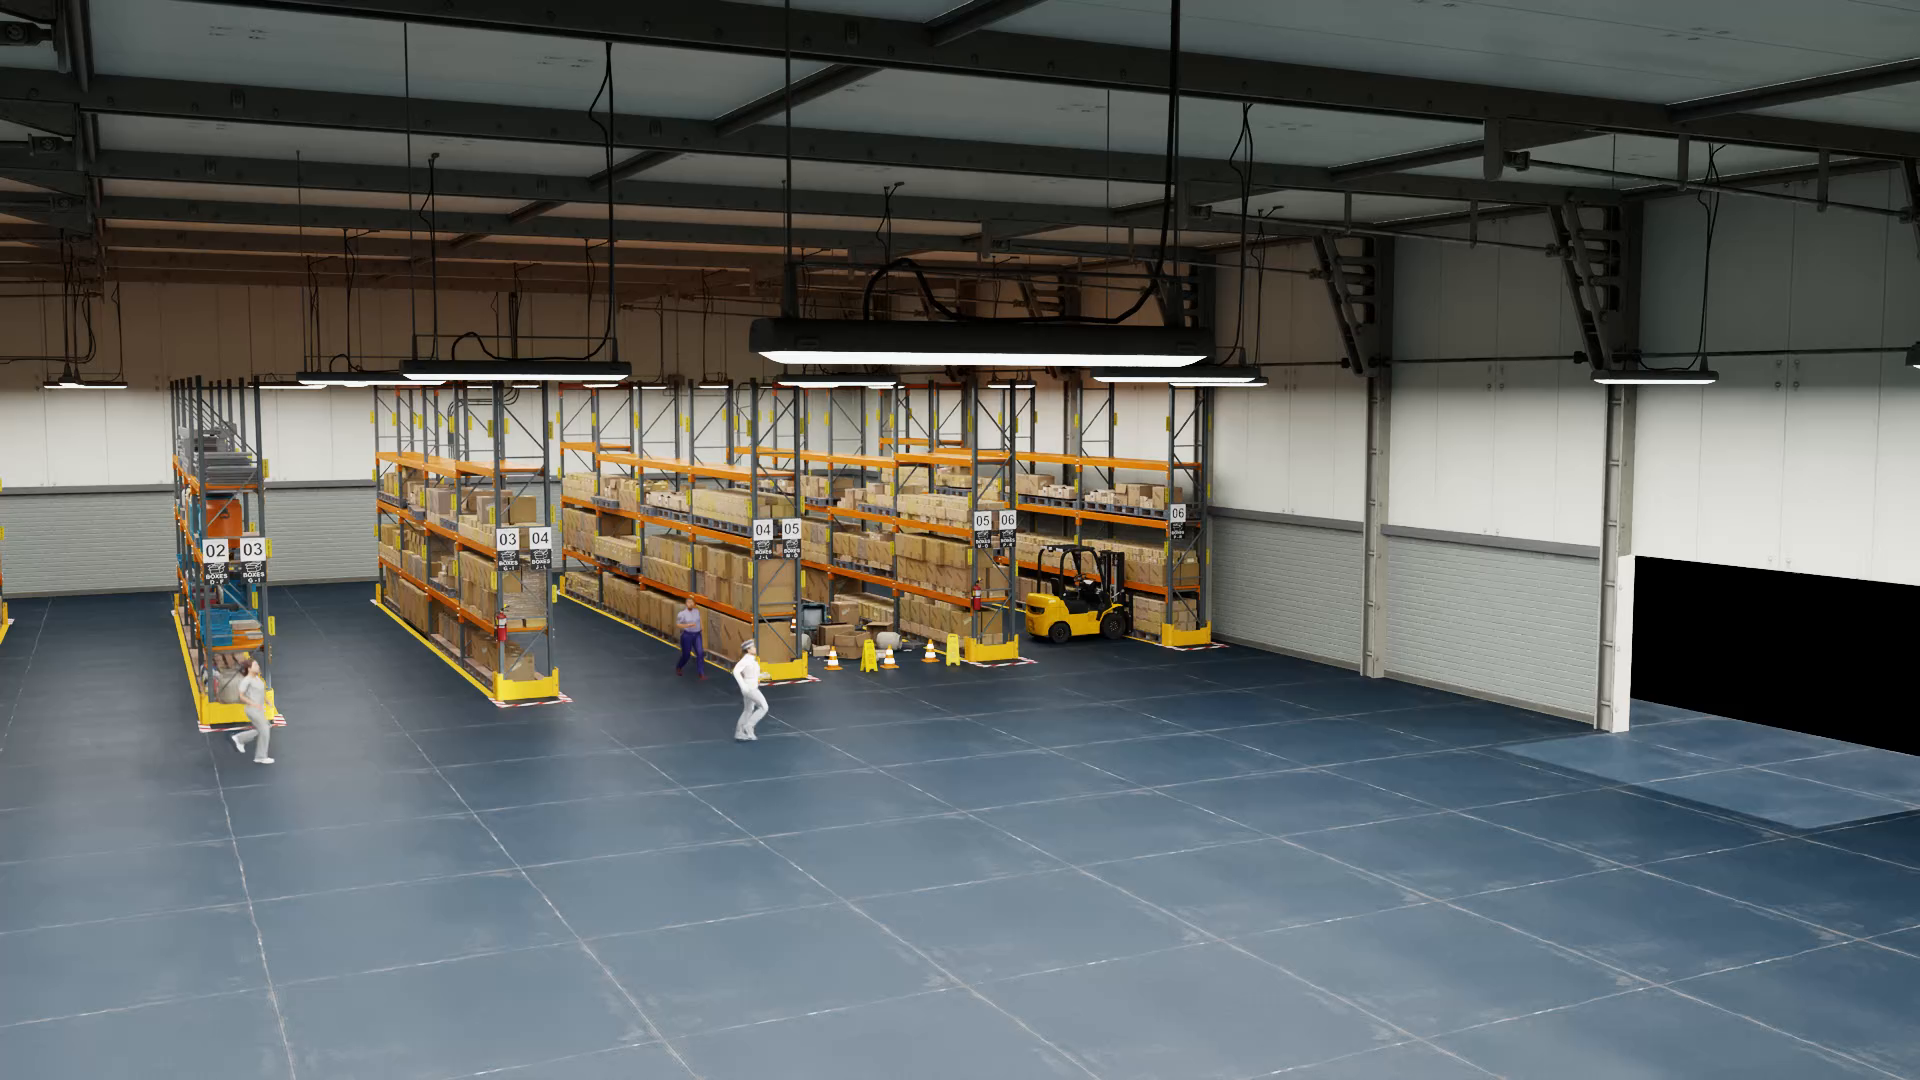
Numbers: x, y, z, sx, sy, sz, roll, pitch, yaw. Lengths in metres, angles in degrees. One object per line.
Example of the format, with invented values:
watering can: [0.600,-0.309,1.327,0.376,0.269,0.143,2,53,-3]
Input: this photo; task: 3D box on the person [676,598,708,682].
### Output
person: [-5.331,1.960,33.097,0.611,1.625,0.992,-3,6,-30]

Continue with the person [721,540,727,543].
person: [-7.187,0.342,50.925,0.805,1.723,0.771,0,5,-1]

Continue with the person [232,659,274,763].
person: [-10.945,2.639,25.663,0.648,1.637,0.565,0,5,-1]

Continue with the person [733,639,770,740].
person: [-3.412,2.447,27.313,0.610,1.665,0.597,-1,5,-6]
